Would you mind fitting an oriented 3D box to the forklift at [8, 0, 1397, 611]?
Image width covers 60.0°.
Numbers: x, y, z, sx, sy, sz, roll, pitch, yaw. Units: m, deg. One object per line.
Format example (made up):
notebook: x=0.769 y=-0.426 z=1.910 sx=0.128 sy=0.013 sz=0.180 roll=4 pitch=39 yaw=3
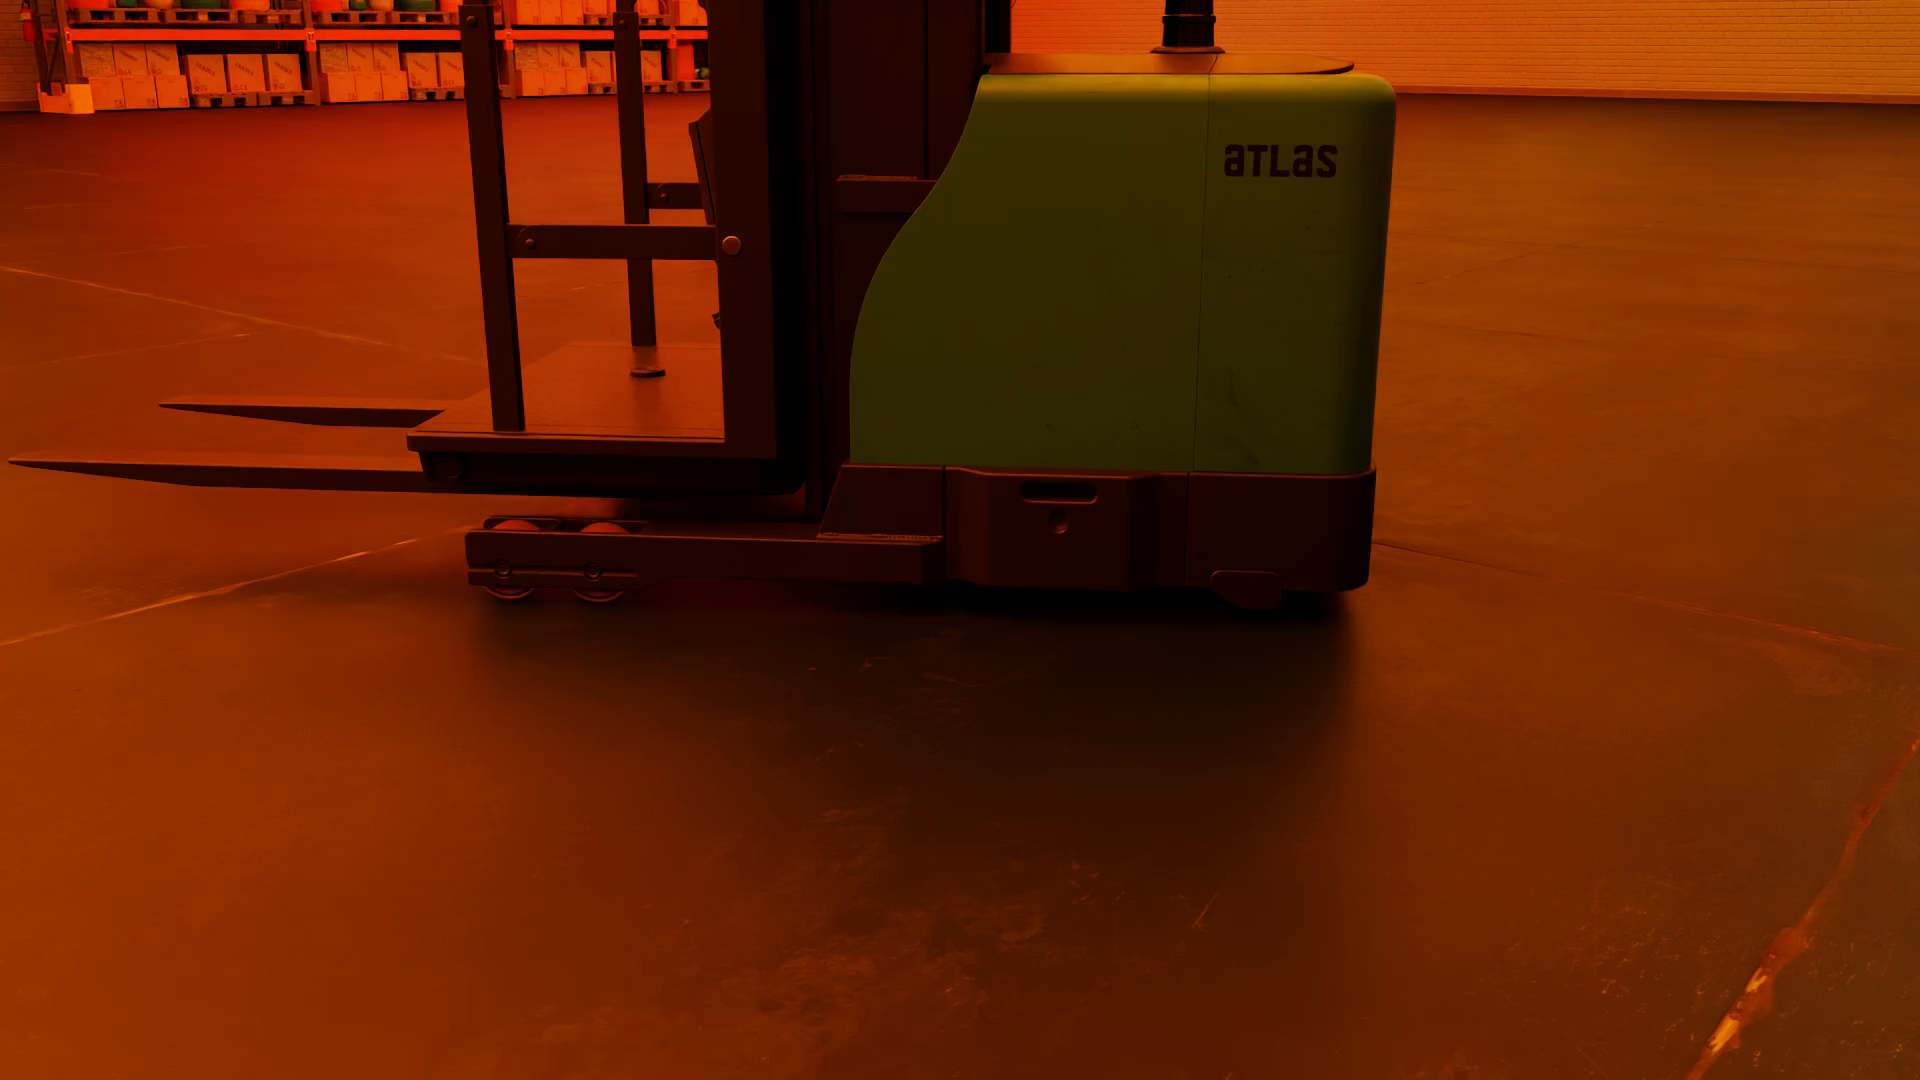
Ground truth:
forklift: x=-0.621 y=-1.421 z=3.577 sx=3.031 sy=2.935 sz=1.130 roll=2 pitch=17 yaw=6
